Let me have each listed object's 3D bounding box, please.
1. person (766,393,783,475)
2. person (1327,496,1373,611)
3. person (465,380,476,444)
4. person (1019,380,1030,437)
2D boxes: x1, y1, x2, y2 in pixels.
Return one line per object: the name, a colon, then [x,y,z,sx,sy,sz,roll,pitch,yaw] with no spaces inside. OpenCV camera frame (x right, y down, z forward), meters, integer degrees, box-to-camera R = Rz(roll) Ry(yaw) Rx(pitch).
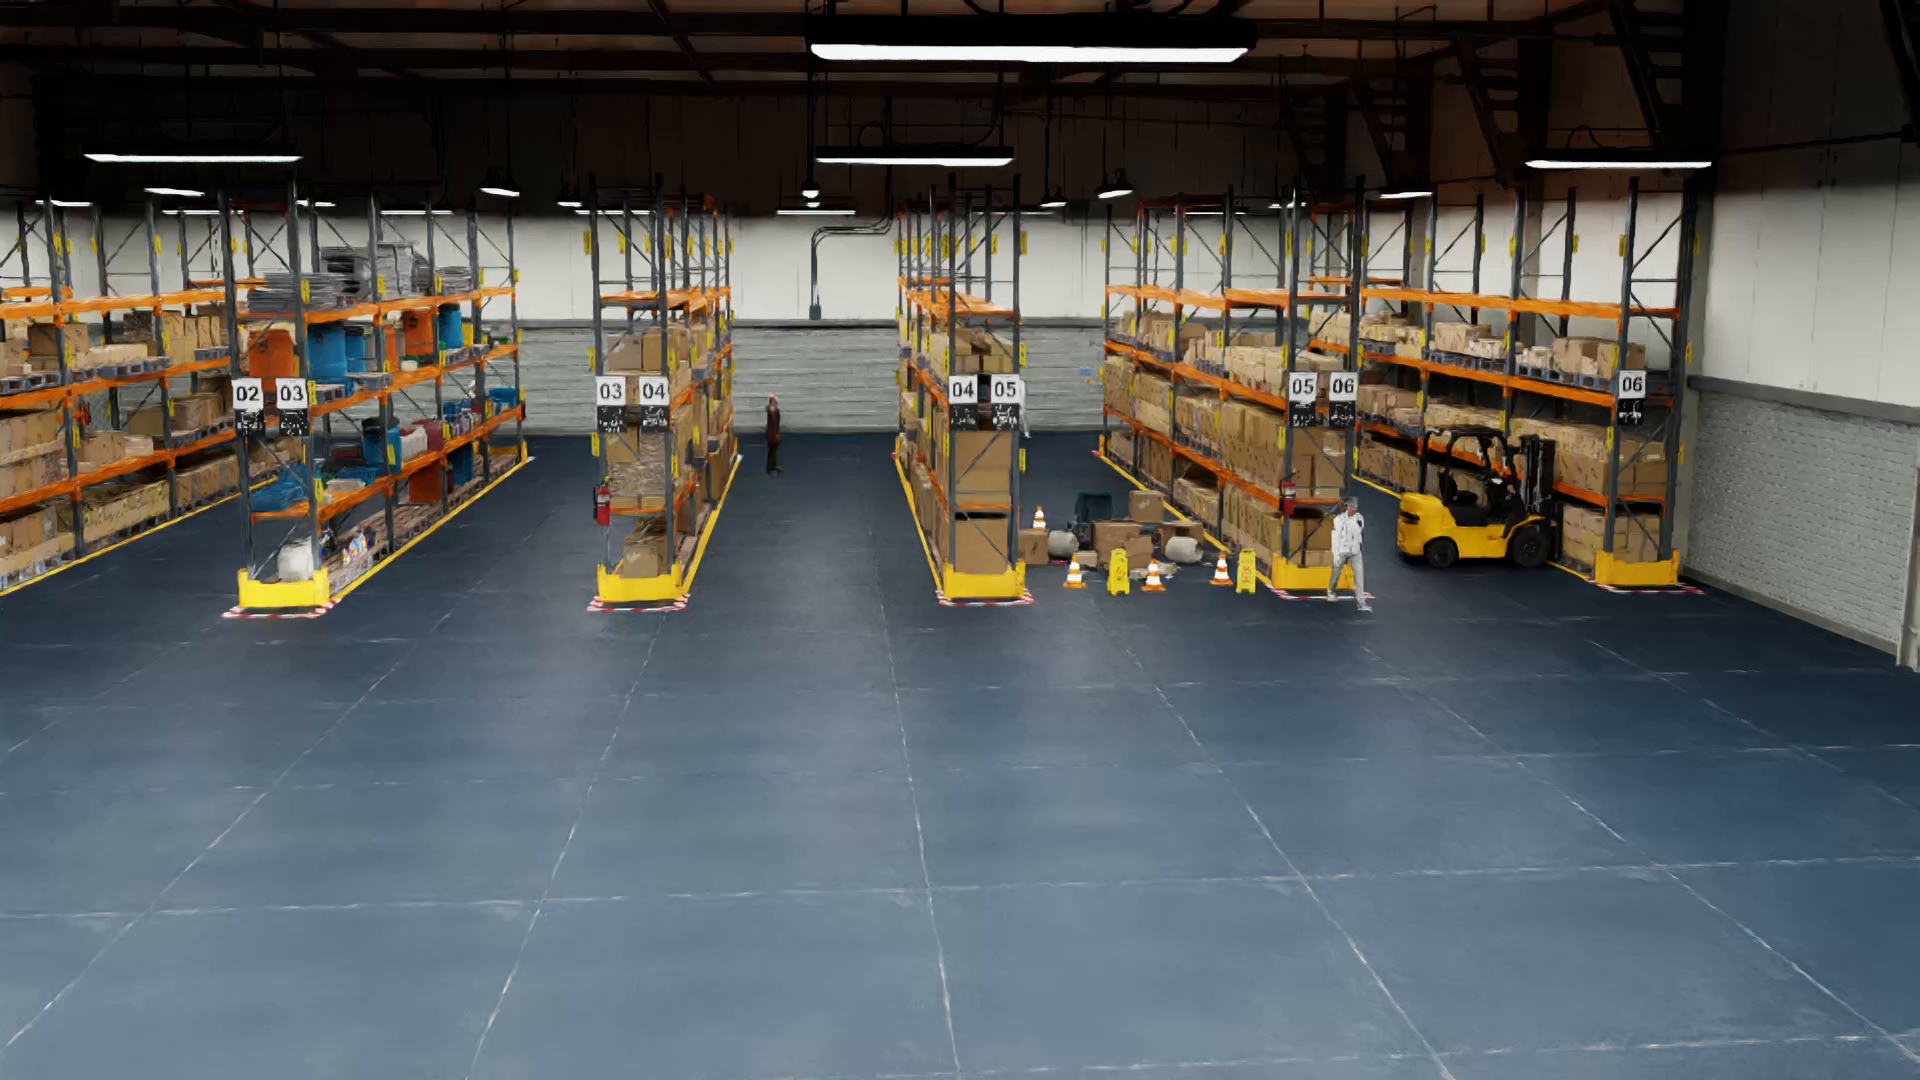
person: [-4.122,-2.382,36.900,0.433,1.774,0.710,-3,10,-14]
person: [5.394,0.153,23.115,0.498,1.585,1.075,-1,10,-7]
person: [-11.739,-2.990,40.414,0.529,1.784,0.702,5,11,28]
person: [1.548,-3.585,43.937,0.676,1.771,0.617,-8,13,-40]
